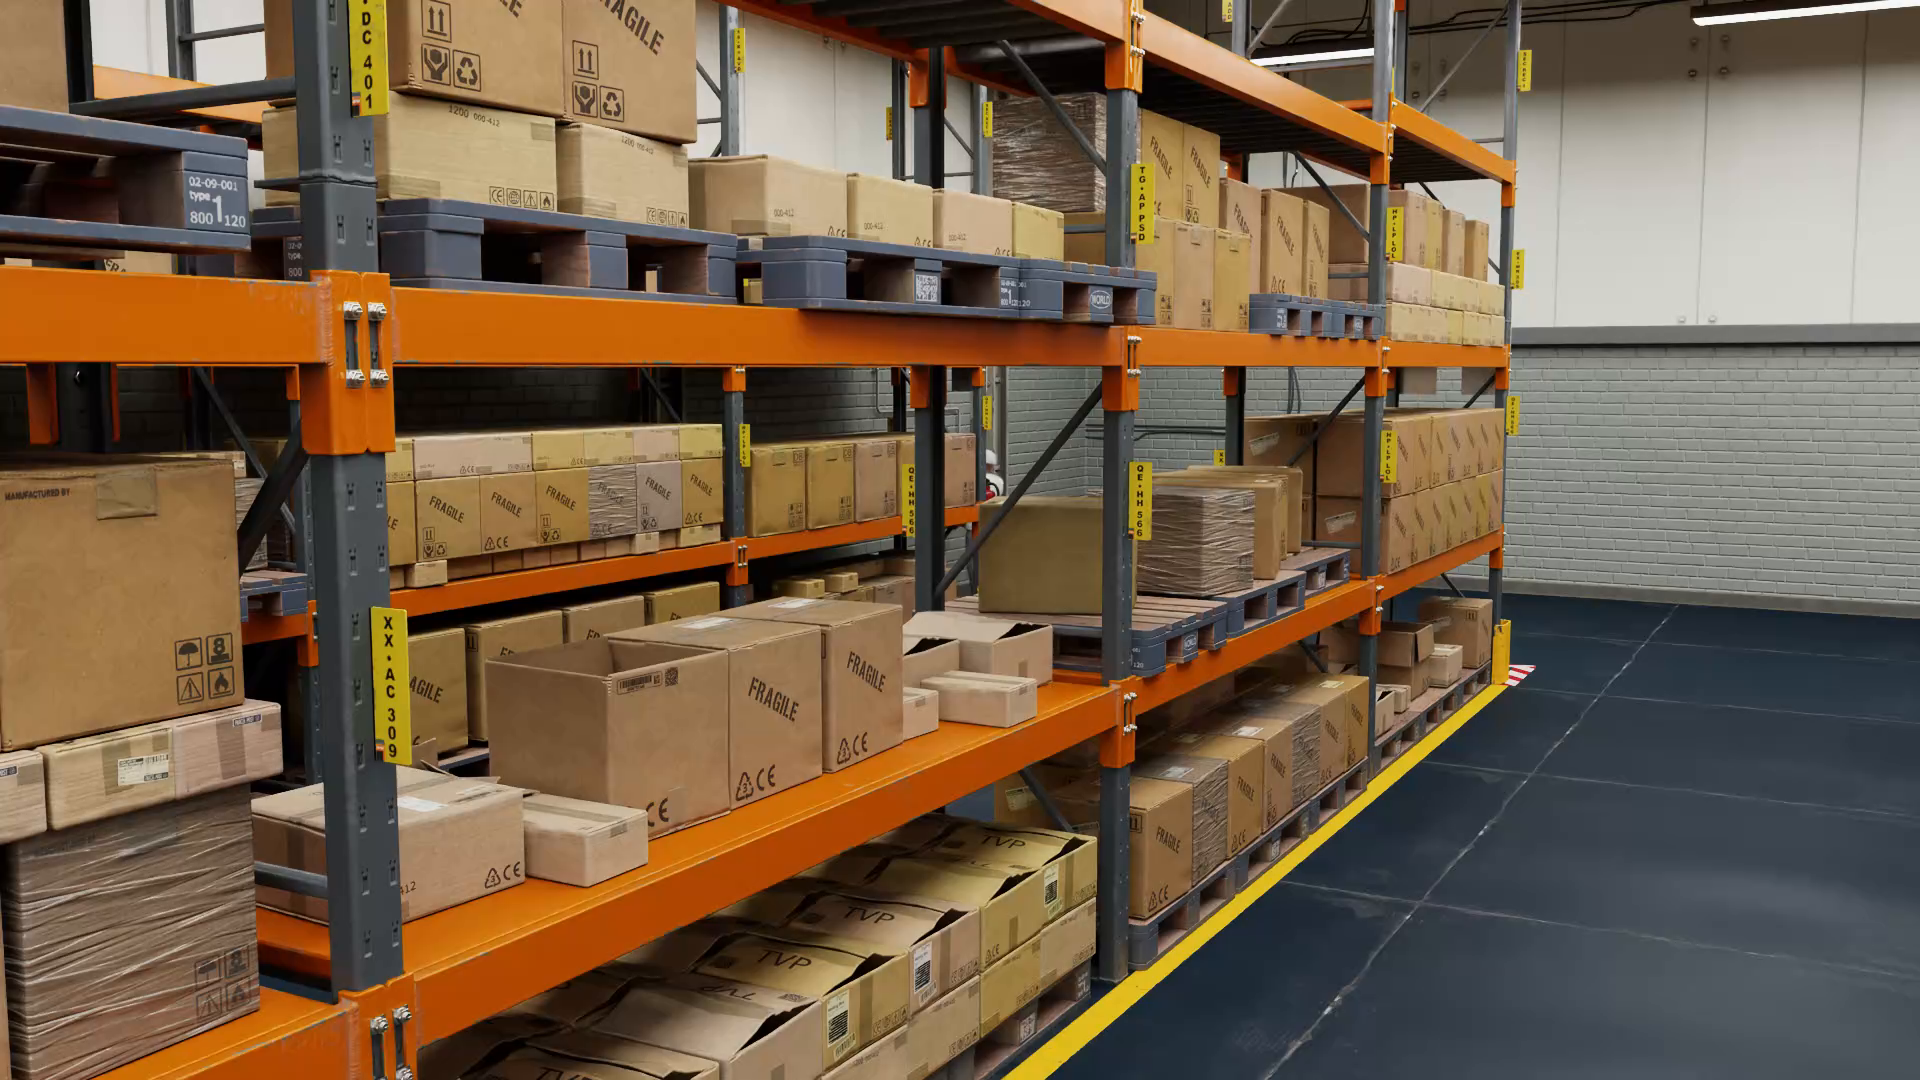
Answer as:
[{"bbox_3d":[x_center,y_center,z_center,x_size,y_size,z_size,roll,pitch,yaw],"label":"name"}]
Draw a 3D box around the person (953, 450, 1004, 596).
[{"bbox_3d":[0.142,-0.114,18.159,0.586,1.760,0.503,3,7,30],"label":"person"}]
